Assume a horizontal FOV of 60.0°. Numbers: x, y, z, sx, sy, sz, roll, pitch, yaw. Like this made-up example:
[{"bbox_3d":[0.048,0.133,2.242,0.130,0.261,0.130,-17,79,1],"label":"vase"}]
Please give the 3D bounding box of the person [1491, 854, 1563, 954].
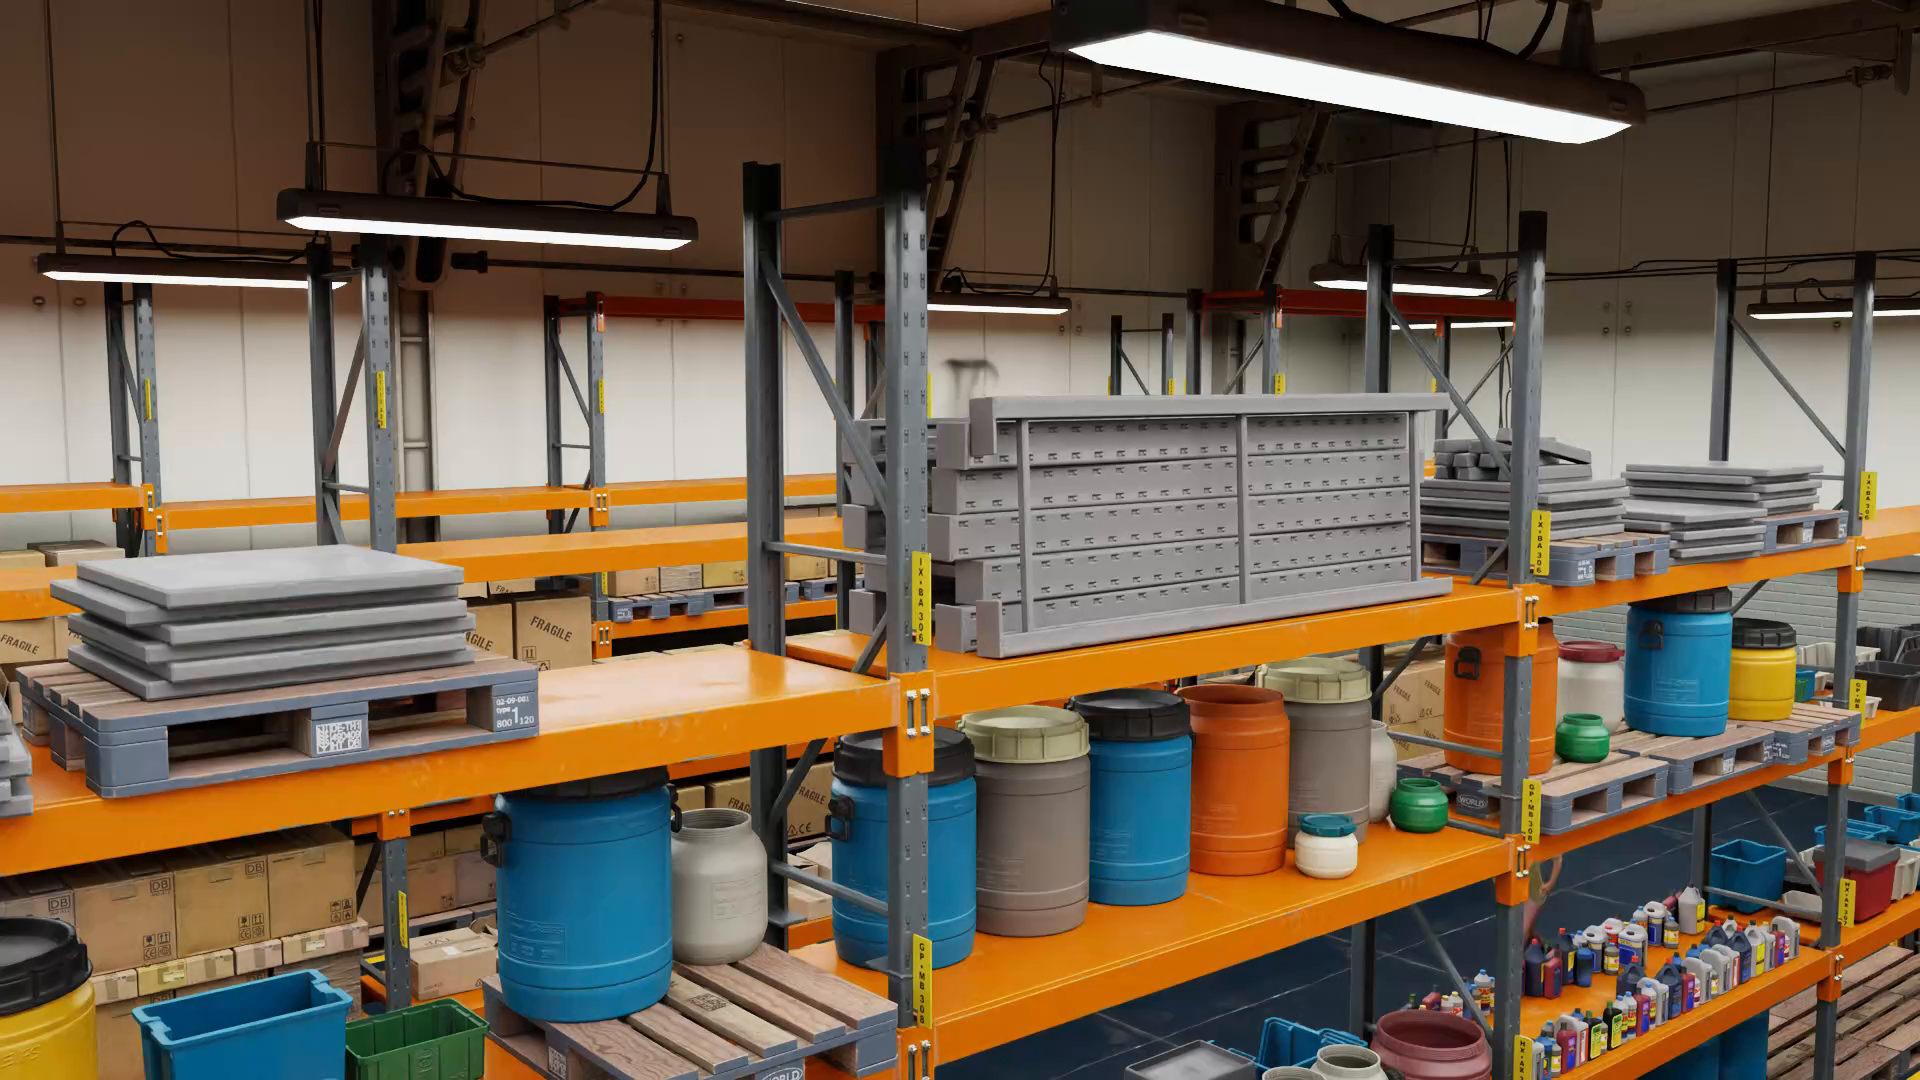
[{"bbox_3d":[4.757,3.057,13.950,0.614,1.612,1.004,4,7,39],"label":"person"}]
